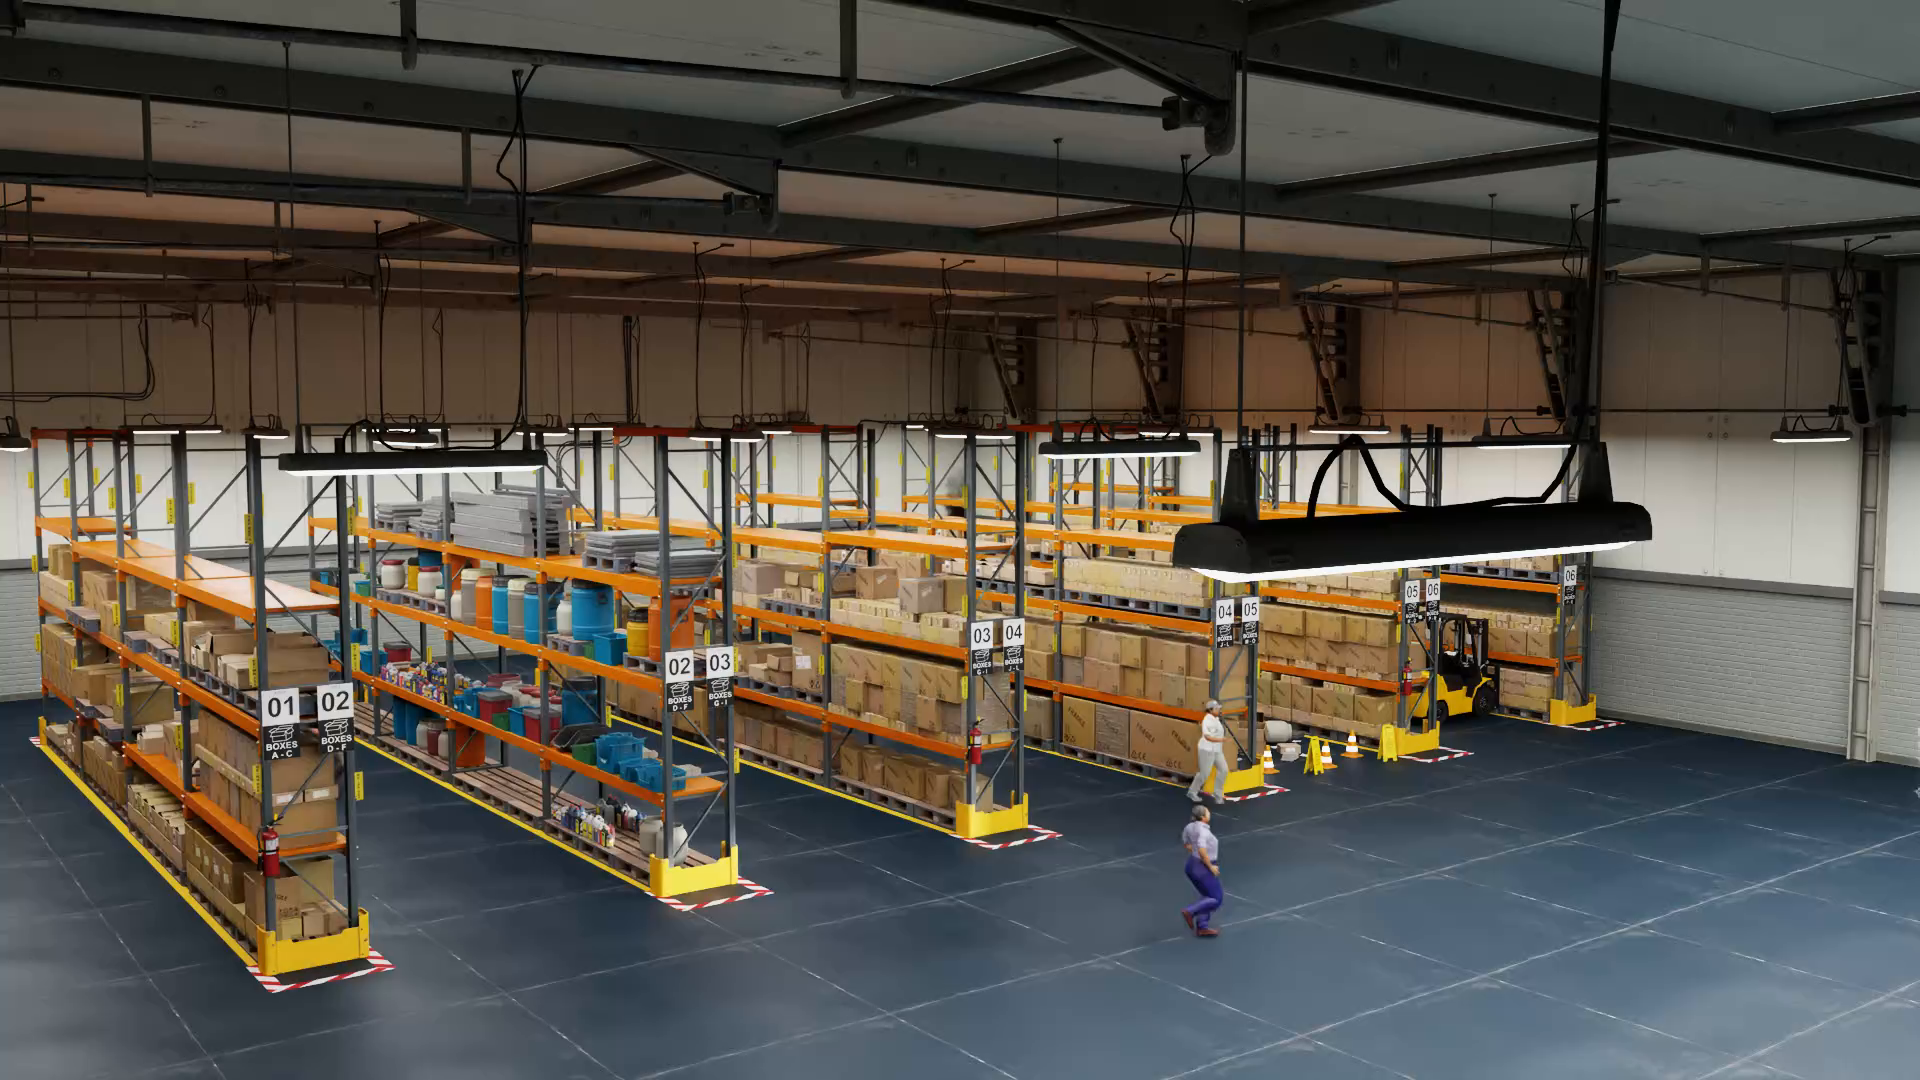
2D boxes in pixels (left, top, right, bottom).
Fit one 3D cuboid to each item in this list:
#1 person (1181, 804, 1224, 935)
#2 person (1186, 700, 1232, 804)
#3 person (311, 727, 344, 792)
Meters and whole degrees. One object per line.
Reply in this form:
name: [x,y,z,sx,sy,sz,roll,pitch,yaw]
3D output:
person: [2.866,3.966,19.951,0.566,1.599,0.623,-2,5,-21]
person: [4.018,3.431,26.683,0.734,1.745,0.625,2,5,27]
person: [-10.256,3.344,27.252,0.604,1.685,0.645,4,6,43]
